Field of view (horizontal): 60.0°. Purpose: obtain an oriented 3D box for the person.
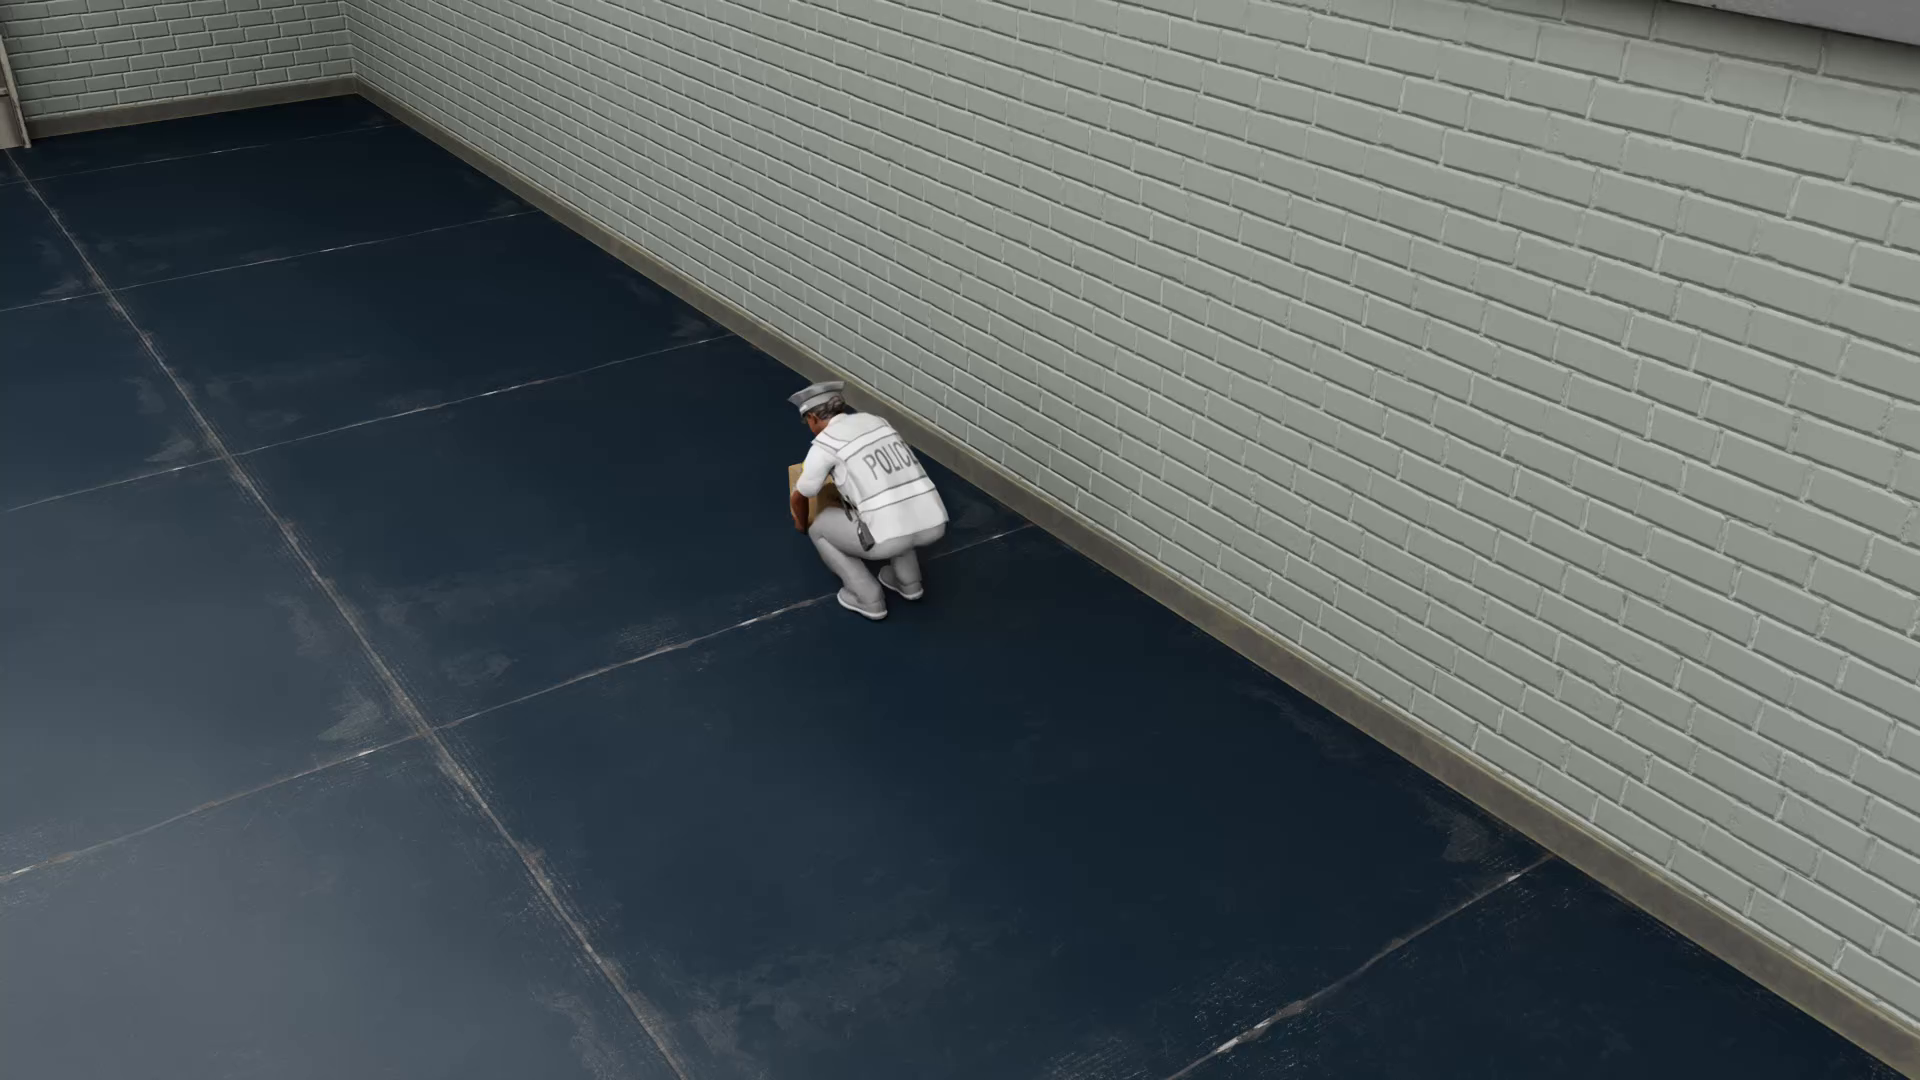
[{"bbox_3d":[-0.421,-0.189,7.221,0.495,0.950,0.841,-19,34,-31],"label":"person"}]
